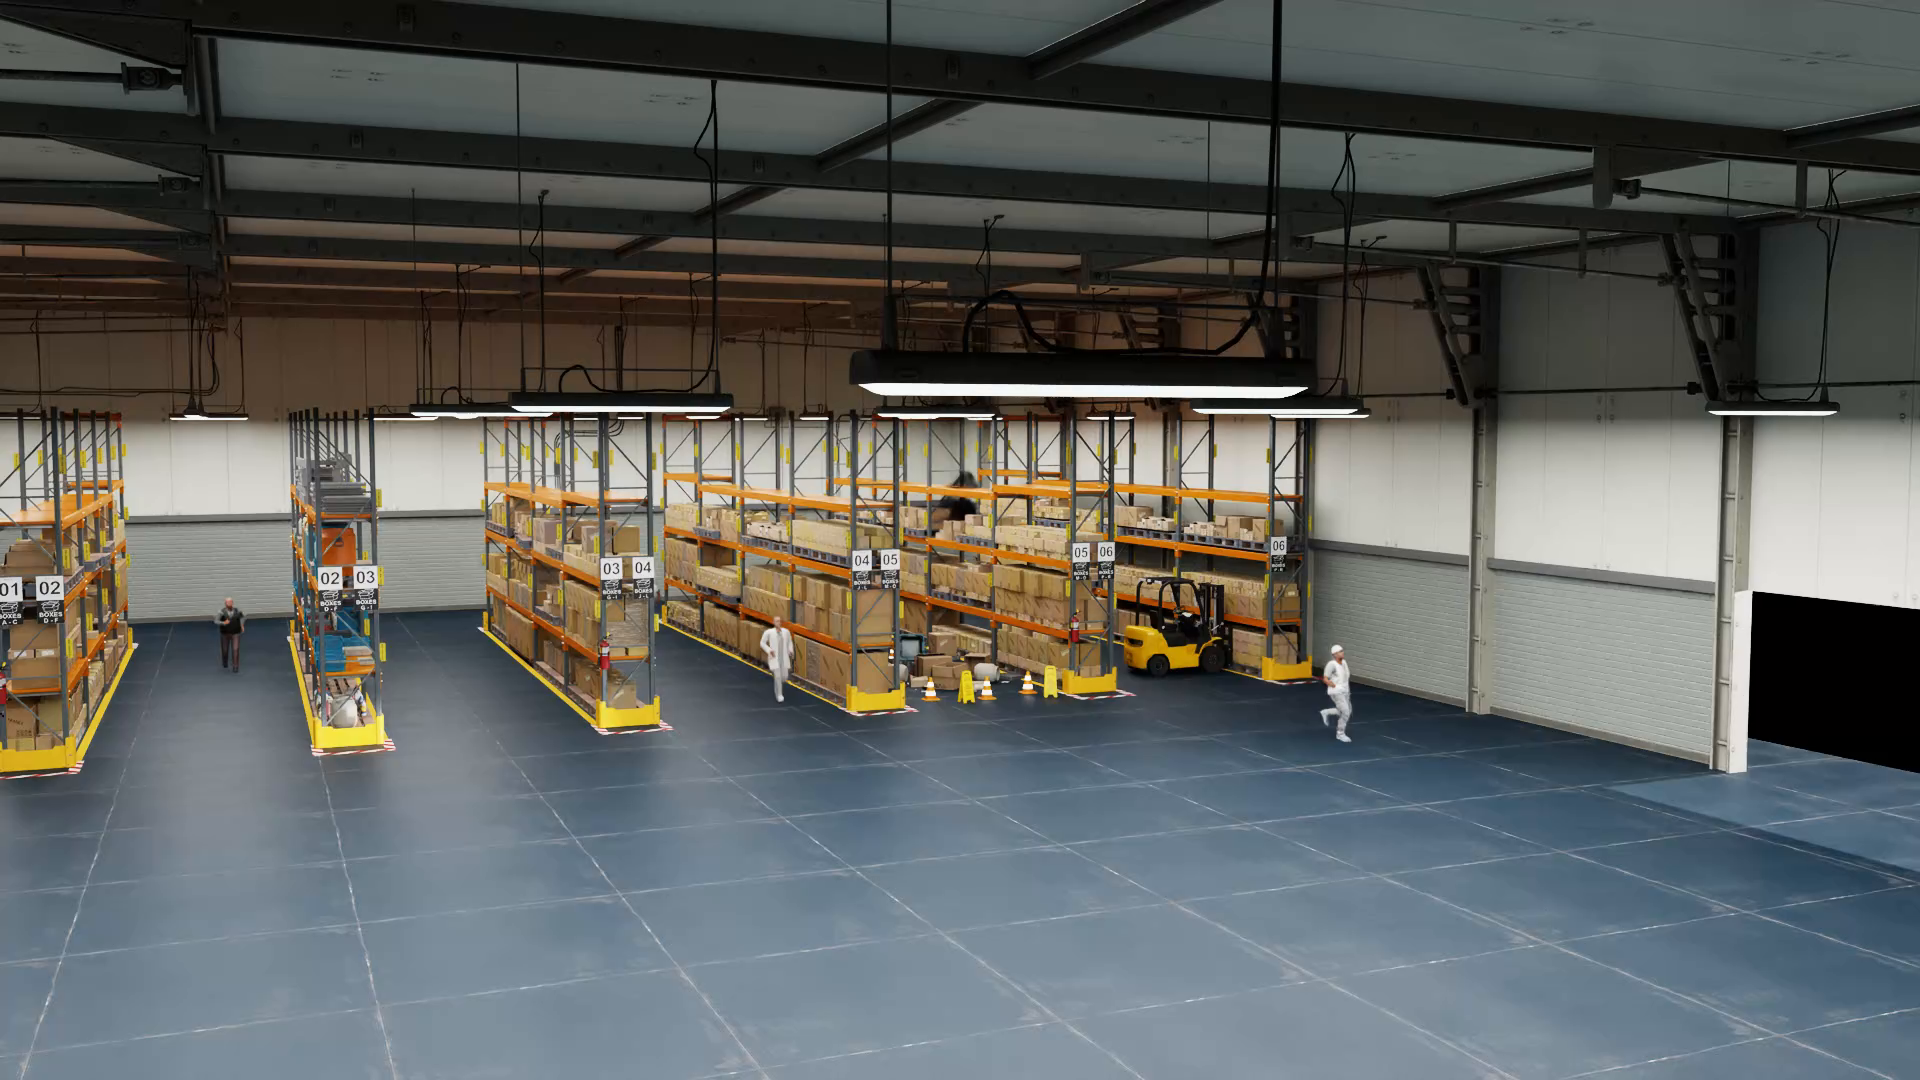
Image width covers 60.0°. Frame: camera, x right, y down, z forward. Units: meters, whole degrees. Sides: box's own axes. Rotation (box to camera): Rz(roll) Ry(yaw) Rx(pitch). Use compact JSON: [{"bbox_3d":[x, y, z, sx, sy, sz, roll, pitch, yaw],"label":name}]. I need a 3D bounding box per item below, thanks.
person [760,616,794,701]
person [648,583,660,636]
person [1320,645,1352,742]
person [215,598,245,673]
[{"bbox_3d":[-3.799,2.445,34.511,0.705,1.732,0.652,-2,4,-24],"label":"person"},{"bbox_3d":[-8.350,1.746,44.401,0.712,1.729,0.639,-1,4,-15],"label":"person"},{"bbox_3d":[6.810,2.760,30.150,0.672,1.721,0.702,3,5,38],"label":"person"},{"bbox_3d":[-16.777,2.172,38.242,0.662,1.696,0.960,-2,5,-29],"label":"person"}]
